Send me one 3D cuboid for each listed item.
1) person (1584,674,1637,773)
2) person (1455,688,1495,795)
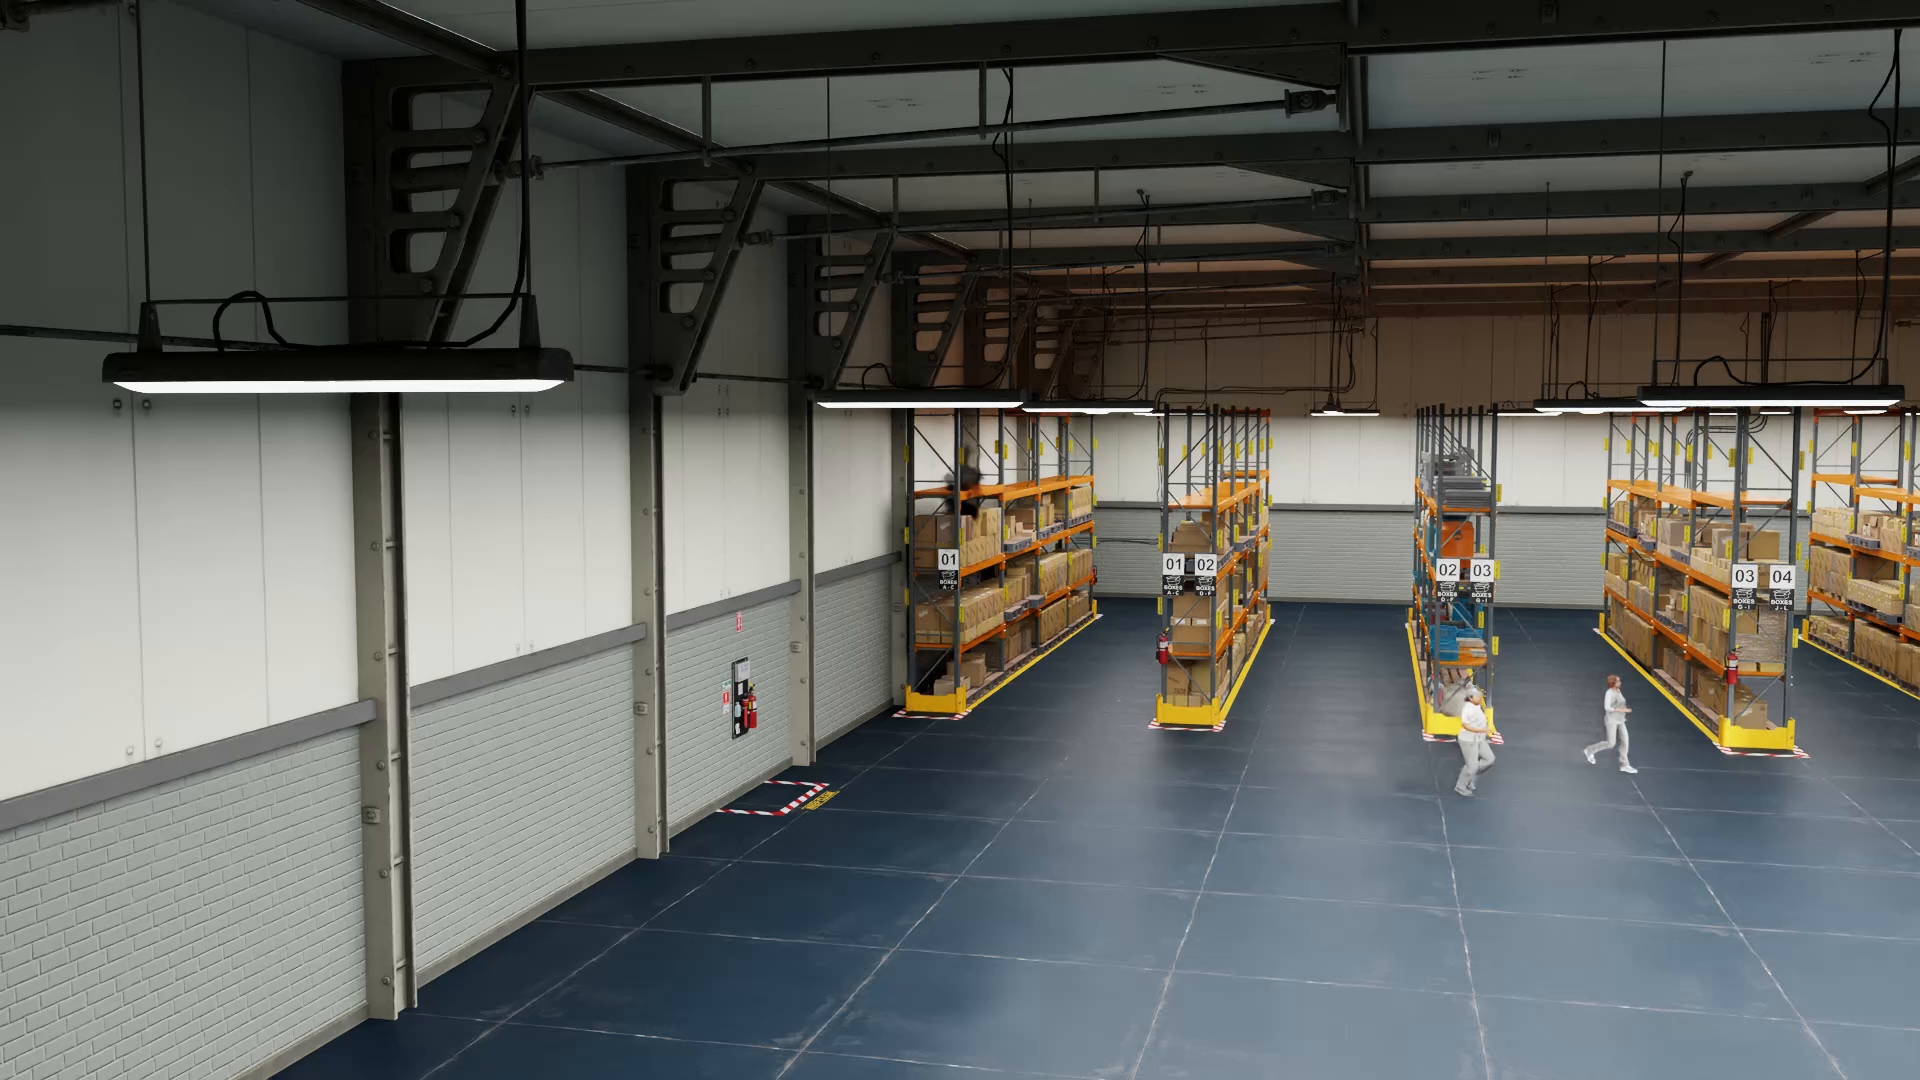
[{"bbox_3d":[10.596,2.961,26.998,0.549,1.568,0.837,-4,6,-44],"label":"person"},{"bbox_3d":[7.815,3.057,25.244,0.570,1.639,0.661,3,5,38],"label":"person"}]
